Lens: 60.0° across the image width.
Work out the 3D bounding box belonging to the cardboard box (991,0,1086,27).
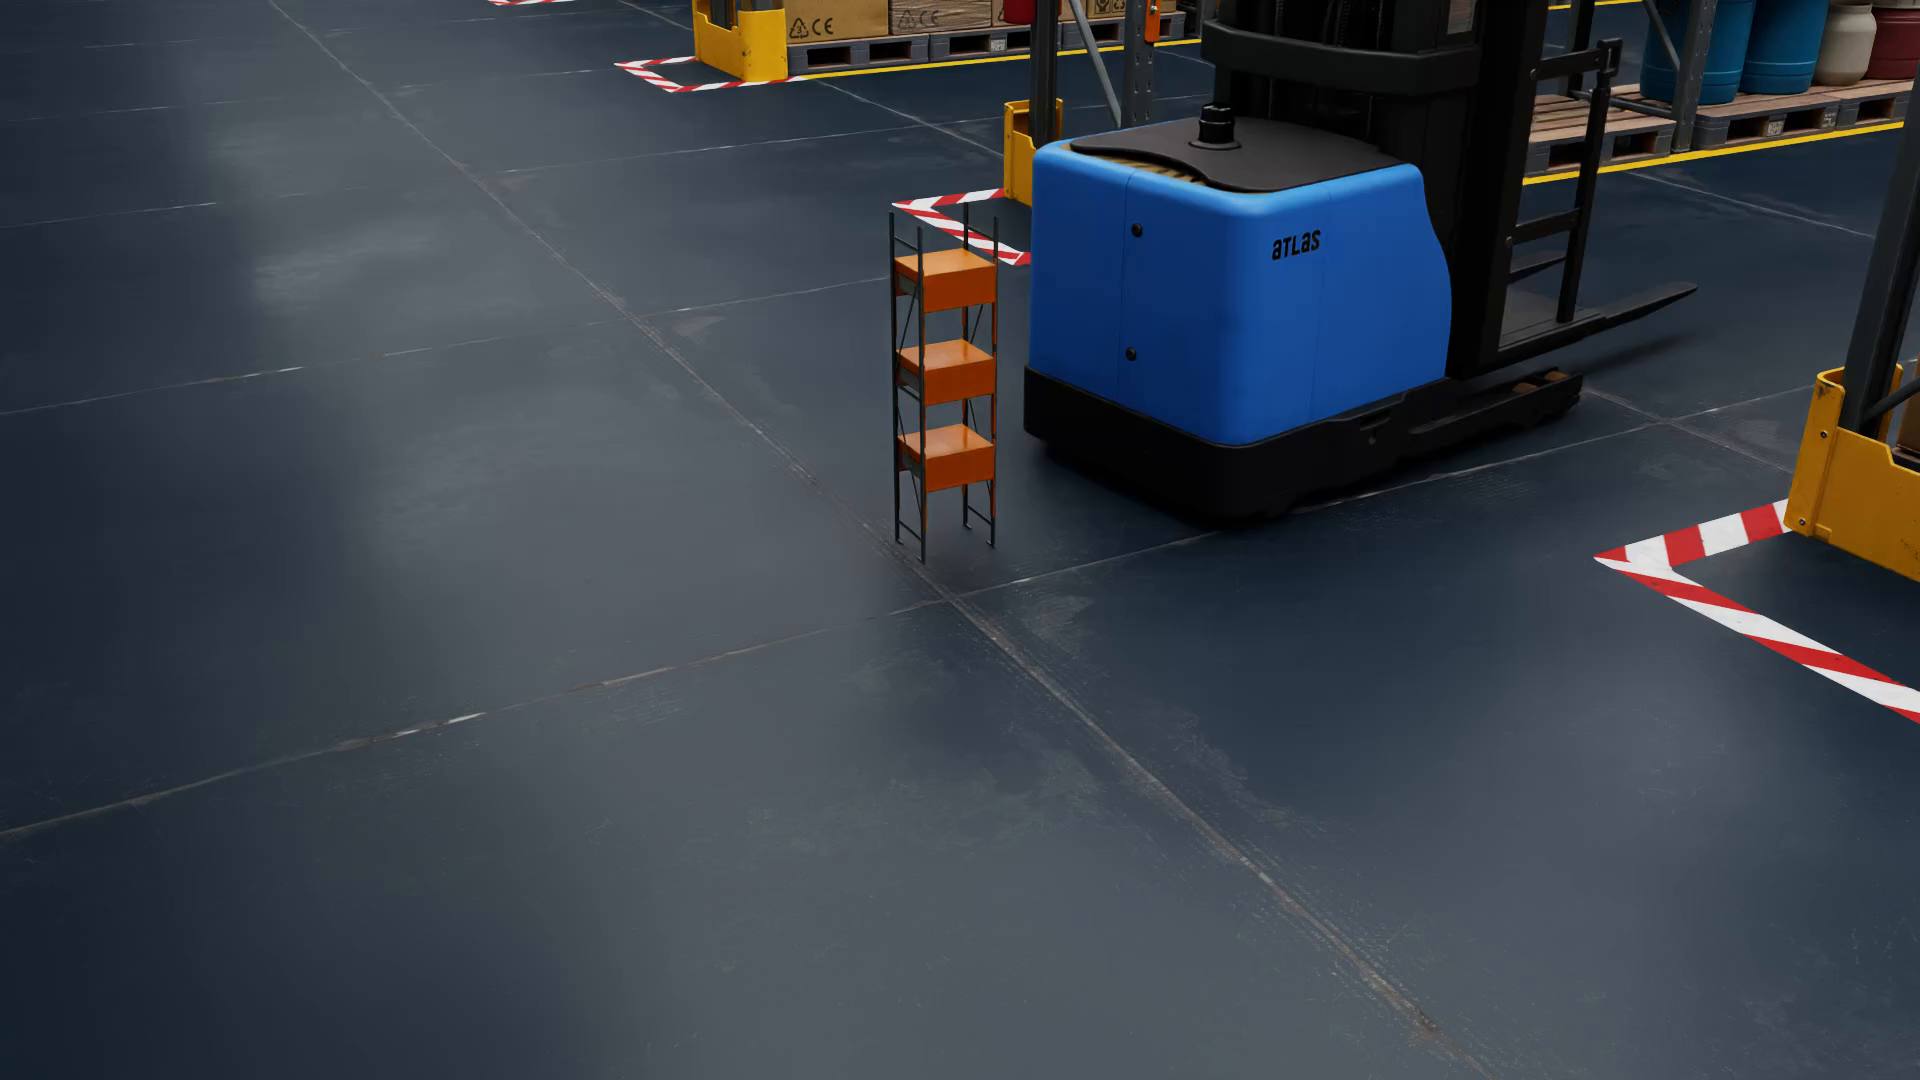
[{"bbox_3d":[0.446,-4.750,13.646,0.875,0.875,0.875,-13,29,-25],"label":"cardboard box"}]

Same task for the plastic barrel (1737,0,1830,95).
[{"bbox_3d":[5.303,-3.406,10.817,0.708,0.901,0.600,-13,29,-25],"label":"plastic barrel"}]

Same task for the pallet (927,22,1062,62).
[{"bbox_3d":[0.074,-4.173,13.698,1.213,0.211,1.003,-13,29,-25],"label":"pallet"}]

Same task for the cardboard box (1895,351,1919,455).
[{"bbox_3d":[3.352,-0.483,5.170,0.500,0.500,0.500,-13,29,-25],"label":"cardboard box"}]

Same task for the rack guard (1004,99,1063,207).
[{"bbox_3d":[0.646,-1.962,8.759,0.348,0.500,1.175,-13,29,-25],"label":"rack guard"}]

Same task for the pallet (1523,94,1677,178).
[{"bbox_3d":[3.560,-2.492,10.197,1.213,0.211,1.003,-13,29,-25],"label":"pallet"}]

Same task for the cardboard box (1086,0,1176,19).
[{"bbox_3d":[1.240,-4.933,14.028,0.875,0.875,0.875,-13,29,-25],"label":"cardboard box"}]

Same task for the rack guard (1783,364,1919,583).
[{"bbox_3d":[3.056,-0.095,4.871,0.348,0.500,1.175,-13,29,-25],"label":"rack guard"}]

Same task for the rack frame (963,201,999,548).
[{"bbox_3d":[0.060,-0.487,5.052,0.008,1.050,0.200,-13,29,-25],"label":"rack frame"}]

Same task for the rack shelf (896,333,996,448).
[{"bbox_3d":[-0.047,-0.453,5.005,0.240,0.259,0.215,-13,29,-25],"label":"rack shelf"}]

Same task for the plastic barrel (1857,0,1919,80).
[{"bbox_3d":[6.300,-3.494,11.363,0.708,0.588,0.600,-13,29,-25],"label":"plastic barrel"}]

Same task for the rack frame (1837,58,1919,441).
[{"bbox_3d":[2.989,-1.207,4.297,0.127,3.000,1.000,-13,29,-25],"label":"rack frame"}]

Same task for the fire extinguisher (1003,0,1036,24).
[{"bbox_3d":[0.314,-3.039,8.634,0.183,0.674,0.296,-13,29,-25],"label":"fire extinguisher"}]

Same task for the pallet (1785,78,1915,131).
[{"bbox_3d":[5.969,-3.048,11.355,1.213,0.211,1.003,-13,29,-25],"label":"pallet"}]

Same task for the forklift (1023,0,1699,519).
[{"bbox_3d":[1.696,-1.891,5.803,3.031,2.935,1.130,-19,31,-34],"label":"forklift"}]

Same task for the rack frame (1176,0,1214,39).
[{"bbox_3d":[1.860,-5.805,13.876,0.127,3.000,1.000,-13,29,-25],"label":"rack frame"}]

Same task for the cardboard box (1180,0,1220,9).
[{"bbox_3d":[2.415,-5.175,14.532,0.875,0.875,1.225,-13,29,-25],"label":"cardboard box"}]

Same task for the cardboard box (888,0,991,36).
[{"bbox_3d":[-0.340,-4.568,13.269,0.875,0.875,0.875,-13,29,-25],"label":"cardboard box"}]

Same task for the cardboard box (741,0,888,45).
[{"bbox_3d":[-1.143,-4.383,12.883,0.875,0.875,0.875,-13,29,-25],"label":"cardboard box"}]

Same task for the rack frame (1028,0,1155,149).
[{"bbox_3d":[0.661,-3.099,8.239,0.127,3.000,1.000,-13,29,-25],"label":"rack frame"}]

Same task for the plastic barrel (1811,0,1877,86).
[{"bbox_3d":[5.844,-3.311,11.069,0.421,0.512,0.421,0,26,0],"label":"plastic barrel"}]

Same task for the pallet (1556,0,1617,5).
[{"bbox_3d":[6.079,-5.521,16.506,1.213,0.211,1.003,-13,29,-25],"label":"pallet"}]

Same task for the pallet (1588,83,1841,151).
[{"bbox_3d":[4.891,-2.798,10.833,1.213,0.211,1.003,-13,29,-25],"label":"pallet"}]

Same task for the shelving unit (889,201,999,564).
[{"bbox_3d":[-0.047,-0.462,5.000,0.252,1.050,0.215,-13,29,-25],"label":"shelving unit"}]

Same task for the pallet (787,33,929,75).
[{"bbox_3d":[-1.001,-3.926,13.184,1.213,0.211,1.003,-13,29,-25],"label":"pallet"}]

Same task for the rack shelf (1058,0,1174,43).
[{"bbox_3d":[2.426,-3.182,9.243,4.000,0.370,1.077,-13,29,-25],"label":"rack shelf"}]

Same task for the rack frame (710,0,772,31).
[{"bbox_3d":[-1.670,-4.991,12.179,0.127,3.000,1.000,-13,29,-25],"label":"rack frame"}]

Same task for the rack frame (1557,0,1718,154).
[{"bbox_3d":[4.190,-3.914,9.936,0.127,3.000,1.000,-13,29,-25],"label":"rack frame"}]

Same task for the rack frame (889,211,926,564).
[{"bbox_3d":[-0.155,-0.438,4.948,0.008,1.050,0.200,-13,29,-25],"label":"rack frame"}]

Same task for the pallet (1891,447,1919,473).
[{"bbox_3d":[3.759,-0.128,5.272,1.213,0.211,1.003,-13,29,-25],"label":"pallet"}]

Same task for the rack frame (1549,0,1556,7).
[{"bbox_3d":[5.389,-6.620,15.572,0.127,3.000,1.000,-13,29,-25],"label":"rack frame"}]

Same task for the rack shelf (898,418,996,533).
[{"bbox_3d":[-0.047,-0.202,5.125,0.240,0.259,0.215,-13,29,-25],"label":"rack shelf"}]

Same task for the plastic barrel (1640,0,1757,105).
[{"bbox_3d":[4.678,-3.261,10.516,0.708,0.901,0.600,-13,29,-25],"label":"plastic barrel"}]

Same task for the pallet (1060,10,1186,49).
[{"bbox_3d":[1.152,-4.423,14.219,1.213,0.211,1.003,-13,29,-25],"label":"pallet"}]

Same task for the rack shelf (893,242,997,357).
[{"bbox_3d":[-0.047,-0.709,4.882,0.240,0.259,0.215,-13,29,-25],"label":"rack shelf"}]

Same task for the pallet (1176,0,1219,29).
[{"bbox_3d":[2.505,-4.734,14.866,1.213,0.211,1.003,-13,29,-25],"label":"pallet"}]

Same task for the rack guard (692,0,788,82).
[{"bbox_3d":[-1.691,-3.859,12.710,0.348,0.500,1.175,-13,29,-25],"label":"rack guard"}]
